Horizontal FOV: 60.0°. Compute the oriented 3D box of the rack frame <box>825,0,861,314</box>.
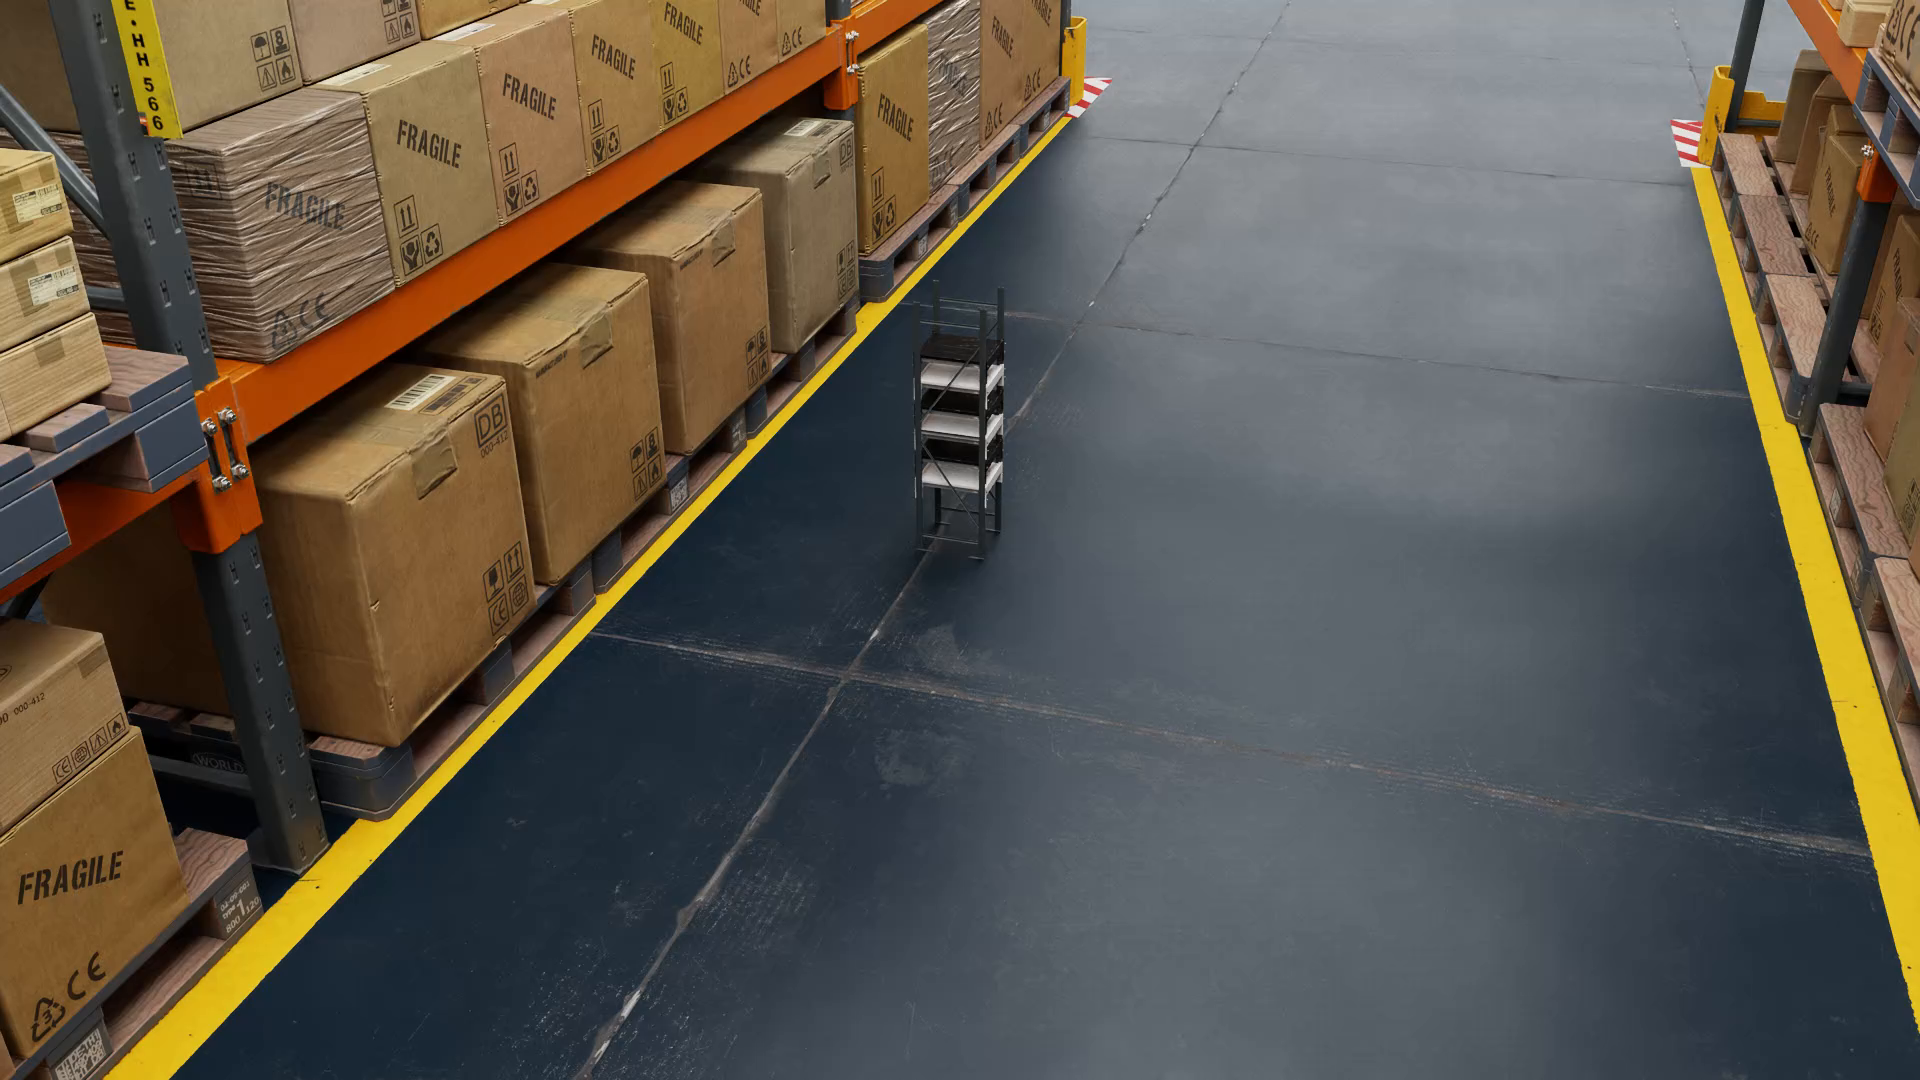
[{"bbox_3d":[-0.953,-2.413,7.003,1.000,3.000,0.127,8,30,15],"label":"rack frame"}]

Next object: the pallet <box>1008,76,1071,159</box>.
[{"bbox_3d":[0.061,-2.671,10.334,1.003,0.211,1.213,8,30,15],"label":"pallet"}]

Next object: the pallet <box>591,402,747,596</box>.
[{"bbox_3d":[-1.464,-0.257,5.994,1.003,0.211,1.213,8,30,15],"label":"pallet"}]

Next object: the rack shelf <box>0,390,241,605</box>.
[{"bbox_3d":[-2.714,0.689,2.165,1.077,0.370,4.000,8,30,15],"label":"rack shelf"}]

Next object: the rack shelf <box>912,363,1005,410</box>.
[{"bbox_3d":[-0.002,-0.518,5.453,0.258,0.077,0.200,8,30,15],"label":"rack shelf"}]

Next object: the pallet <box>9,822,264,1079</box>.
[{"bbox_3d":[-2.358,1.027,3.686,1.003,0.211,1.213,8,30,15],"label":"pallet"}]

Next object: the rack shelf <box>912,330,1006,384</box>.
[{"bbox_3d":[-0.002,-0.596,5.409,0.258,0.077,0.200,8,30,15],"label":"rack shelf"}]

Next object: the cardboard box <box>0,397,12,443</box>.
[{"bbox_3d":[-1.907,-0.218,2.883,0.380,0.149,0.250,8,30,15],"label":"cardboard box"}]

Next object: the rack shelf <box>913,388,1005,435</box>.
[{"bbox_3d":[-0.002,-0.439,5.497,0.258,0.077,0.200,8,30,15],"label":"rack shelf"}]

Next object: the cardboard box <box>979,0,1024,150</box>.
[{"bbox_3d":[-0.171,-2.793,9.439,0.875,0.875,0.875,8,30,14],"label":"cardboard box"}]

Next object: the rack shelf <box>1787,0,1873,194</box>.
[{"bbox_3d":[4.346,-2.274,7.491,1.077,0.370,4.000,8,30,15],"label":"rack shelf"}]

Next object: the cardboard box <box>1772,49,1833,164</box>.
[{"bbox_3d":[4.733,-2.321,8.976,0.500,0.500,0.500,14,32,24],"label":"cardboard box"}]

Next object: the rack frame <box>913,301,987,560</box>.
[{"bbox_3d":[-0.032,-0.342,5.440,0.240,0.900,0.006,8,30,15],"label":"rack frame"}]

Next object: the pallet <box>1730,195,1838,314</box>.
[{"bbox_3d":[4.278,-1.326,7.916,1.003,0.211,1.213,8,30,15],"label":"pallet"}]

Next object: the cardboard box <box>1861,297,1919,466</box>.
[{"bbox_3d":[3.558,-0.476,5.639,0.700,0.500,0.500,6,30,11],"label":"cardboard box"}]

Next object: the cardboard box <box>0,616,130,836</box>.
[{"bbox_3d":[-2.077,0.382,3.346,0.500,0.250,0.500,8,30,14],"label":"cardboard box"}]

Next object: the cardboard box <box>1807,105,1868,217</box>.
[{"bbox_3d":[4.389,-1.750,7.949,0.500,0.500,0.500,11,31,20],"label":"cardboard box"}]

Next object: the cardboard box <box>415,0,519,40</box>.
[{"bbox_3d":[-1.690,-1.716,4.618,0.700,0.500,0.500,8,30,14],"label":"cardboard box"}]

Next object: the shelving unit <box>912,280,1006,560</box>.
[{"bbox_3d":[-0.002,-0.389,5.524,0.258,0.900,0.210,8,30,15],"label":"shelving unit"}]

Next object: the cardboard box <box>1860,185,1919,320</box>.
[{"bbox_3d":[4.075,-1.197,6.956,0.500,0.500,0.500,19,34,30],"label":"cardboard box"}]

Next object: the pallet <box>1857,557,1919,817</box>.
[{"bbox_3d":[3.175,0.491,4.650,1.003,0.211,1.213,8,30,15],"label":"pallet"}]

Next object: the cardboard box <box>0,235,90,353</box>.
[{"bbox_3d":[-1.837,-0.464,3.018,0.380,0.149,0.250,9,30,16],"label":"cardboard box"}]

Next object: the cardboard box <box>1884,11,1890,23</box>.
[{"bbox_3d":[3.754,-1.913,6.362,0.380,0.149,0.250,8,30,15],"label":"cardboard box"}]

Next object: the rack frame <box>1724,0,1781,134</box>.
[{"bbox_3d":[4.933,-3.517,8.987,1.000,3.000,0.127,8,30,15],"label":"rack frame"}]

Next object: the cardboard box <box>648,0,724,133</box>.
[{"bbox_3d":[-1.147,-1.707,5.629,0.500,0.500,0.500,9,30,15],"label":"cardboard box"}]

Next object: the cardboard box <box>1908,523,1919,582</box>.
[{"bbox_3d":[3.236,0.003,4.778,0.700,0.500,0.500,6,30,11],"label":"cardboard box"}]

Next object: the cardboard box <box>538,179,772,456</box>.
[{"bbox_3d":[-1.336,-0.865,6.101,1.050,0.750,0.750,8,30,15],"label":"cardboard box"}]

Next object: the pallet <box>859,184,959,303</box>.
[{"bbox_3d":[-0.655,-1.537,8.296,1.003,0.211,1.213,8,30,15],"label":"pallet"}]

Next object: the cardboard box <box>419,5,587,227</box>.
[{"bbox_3d":[-1.442,-1.239,4.789,0.500,0.500,0.500,8,30,15],"label":"cardboard box"}]

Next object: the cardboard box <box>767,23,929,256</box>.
[{"bbox_3d":[-0.702,-1.951,7.924,0.875,0.875,0.875,9,30,16],"label":"cardboard box"}]

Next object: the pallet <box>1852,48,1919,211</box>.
[{"bbox_3d":[3.395,-1.240,5.091,1.003,0.211,1.213,8,30,15],"label":"pallet"}]

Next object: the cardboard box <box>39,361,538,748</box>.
[{"bbox_3d":[-1.863,-0.025,4.591,1.050,0.750,0.750,8,30,14],"label":"cardboard box"}]

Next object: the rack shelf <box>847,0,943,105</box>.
[{"bbox_3d":[-0.366,-3.028,8.848,1.077,0.370,4.000,8,30,15],"label":"rack shelf"}]

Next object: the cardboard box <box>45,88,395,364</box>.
[{"bbox_3d":[-1.737,-0.768,3.942,0.500,0.500,0.500,9,30,15],"label":"cardboard box"}]

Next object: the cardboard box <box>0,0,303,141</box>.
[{"bbox_3d":[-1.986,-1.242,3.766,0.700,0.500,0.500,8,30,15],"label":"cardboard box"}]

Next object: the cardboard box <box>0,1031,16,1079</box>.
[{"bbox_3d":[-2.226,0.938,3.117,0.500,0.500,0.500,10,31,17],"label":"cardboard box"}]

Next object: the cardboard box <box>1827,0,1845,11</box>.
[{"bbox_3d":[3.995,-2.386,7.211,0.380,0.149,0.250,8,30,15],"label":"cardboard box"}]

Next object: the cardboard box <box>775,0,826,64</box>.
[{"bbox_3d":[-0.851,-2.176,6.474,0.500,0.500,0.500,8,30,15],"label":"cardboard box"}]

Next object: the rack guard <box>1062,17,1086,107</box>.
[{"bbox_3d":[0.228,-3.191,10.972,1.175,0.500,0.348,8,30,15],"label":"rack guard"}]
